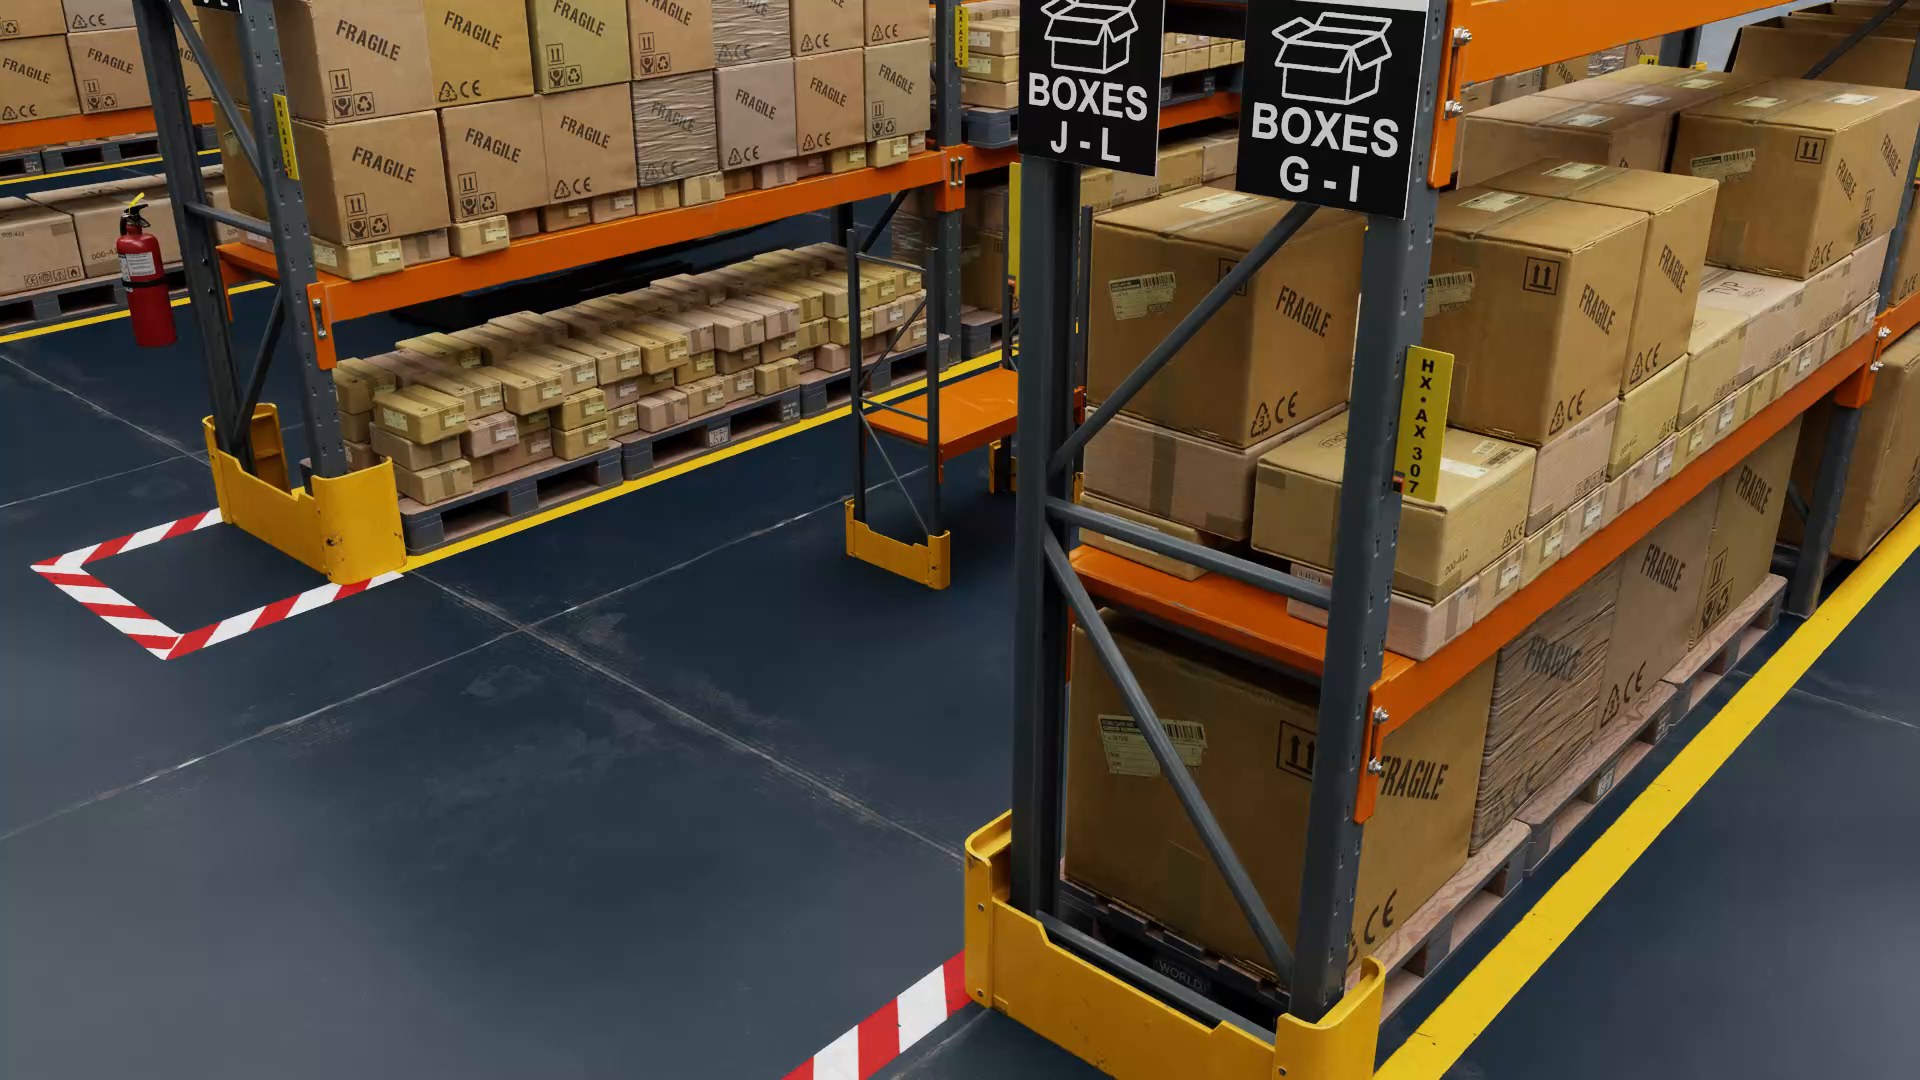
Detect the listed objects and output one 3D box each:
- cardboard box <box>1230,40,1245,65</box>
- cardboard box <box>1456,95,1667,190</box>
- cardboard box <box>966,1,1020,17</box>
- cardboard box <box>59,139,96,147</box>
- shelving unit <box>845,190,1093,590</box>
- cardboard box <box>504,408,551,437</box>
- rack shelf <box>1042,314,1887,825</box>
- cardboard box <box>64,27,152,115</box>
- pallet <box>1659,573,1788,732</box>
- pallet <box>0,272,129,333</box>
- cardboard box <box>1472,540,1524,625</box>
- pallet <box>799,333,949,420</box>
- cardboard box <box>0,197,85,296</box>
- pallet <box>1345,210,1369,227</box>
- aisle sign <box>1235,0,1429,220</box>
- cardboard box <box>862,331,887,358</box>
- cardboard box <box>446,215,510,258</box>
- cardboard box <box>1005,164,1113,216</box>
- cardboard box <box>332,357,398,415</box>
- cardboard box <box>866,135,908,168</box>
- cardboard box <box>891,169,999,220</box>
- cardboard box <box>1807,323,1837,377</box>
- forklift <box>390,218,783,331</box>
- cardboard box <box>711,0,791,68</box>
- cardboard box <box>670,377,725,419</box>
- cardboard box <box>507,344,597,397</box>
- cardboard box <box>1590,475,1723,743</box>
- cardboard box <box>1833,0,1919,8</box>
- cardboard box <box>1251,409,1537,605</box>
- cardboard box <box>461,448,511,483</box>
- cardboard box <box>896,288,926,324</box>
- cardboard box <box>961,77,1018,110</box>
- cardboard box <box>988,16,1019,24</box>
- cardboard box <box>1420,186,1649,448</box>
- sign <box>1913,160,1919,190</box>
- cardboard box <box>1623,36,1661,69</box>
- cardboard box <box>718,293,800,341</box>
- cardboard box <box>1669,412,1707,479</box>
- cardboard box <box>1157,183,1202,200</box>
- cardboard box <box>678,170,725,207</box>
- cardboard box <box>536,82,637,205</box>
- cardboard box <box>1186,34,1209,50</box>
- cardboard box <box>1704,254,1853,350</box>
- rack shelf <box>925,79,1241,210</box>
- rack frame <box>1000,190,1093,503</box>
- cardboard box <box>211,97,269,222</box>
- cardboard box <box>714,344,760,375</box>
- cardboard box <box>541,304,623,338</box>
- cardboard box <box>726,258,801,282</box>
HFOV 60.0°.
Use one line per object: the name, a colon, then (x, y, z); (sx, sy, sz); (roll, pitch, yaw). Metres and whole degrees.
cardboard box: (1.772, -3.357, 11.364); (0.380, 0.149, 0.250); (20, 31, 37)
cardboard box: (2.035, -1.206, 5.677); (0.500, 0.500, 0.500); (19, 30, 36)
cardboard box: (0.247, -3.330, 10.577); (0.380, 0.149, 0.250); (20, 31, 37)
cardboard box: (-8.247, -3.826, 15.445); (0.396, 0.266, 0.258); (22, 32, 39)
shelving unit: (0.051, -0.708, 7.495); (0.587, 1.500, 1.083); (20, 31, 38)
cardboard box: (-2.210, -0.630, 8.096); (0.380, 0.149, 0.250); (21, 31, 38)
rack shelf: (1.888, -0.243, 5.505); (1.077, 0.370, 4.000); (20, 31, 38)
cardboard box: (-5.623, -3.093, 10.860); (0.500, 0.500, 0.500); (20, 31, 37)
pallet: (2.657, 0.302, 6.818); (1.003, 0.211, 1.213); (20, 31, 38)
pallet: (-6.351, -1.660, 11.195); (1.003, 0.211, 1.213); (20, 31, 38)
cardboard box: (1.206, 0.056, 4.265); (0.380, 0.149, 0.250); (20, 31, 37)
pallet: (-0.825, -1.079, 9.898); (1.003, 0.211, 1.213); (20, 31, 38)
cardboard box: (-6.460, -1.919, 10.981); (0.875, 0.438, 0.875); (19, 30, 36)
pallet: (2.849, -2.732, 13.584); (1.003, 0.211, 1.213); (20, 31, 38)
aisle sign: (0.729, -1.044, 3.235); (0.394, 0.787, 0.004); (20, 31, 38)
cardboard box: (-0.647, -1.188, 9.704); (0.380, 0.149, 0.250); (21, 32, 39)
cardboard box: (-2.254, -1.398, 7.508); (0.380, 0.149, 0.250); (19, 30, 36)
cardboard box: (0.640, -2.275, 10.782); (0.500, 0.250, 0.500); (21, 32, 39)
cardboard box: (-2.908, -0.740, 7.977); (0.380, 0.149, 0.250); (21, 31, 38)
cardboard box: (-0.510, -2.192, 9.279); (0.380, 0.149, 0.250); (19, 30, 36)
cardboard box: (-0.094, -2.255, 10.738); (0.500, 0.250, 0.500); (19, 30, 36)
cardboard box: (2.920, -0.727, 6.012); (0.380, 0.149, 0.250); (20, 31, 37)
forklift: (-2.546, -3.182, 11.264); (1.130, 2.935, 3.031); (18, 30, 34)
cardboard box: (-1.209, -2.675, 8.342); (0.500, 0.500, 0.500); (21, 32, 39)
cardboard box: (-1.462, -0.785, 8.805); (0.380, 0.149, 0.250); (20, 31, 38)
cardboard box: (-2.008, -0.833, 8.185); (0.380, 0.149, 0.250); (18, 30, 35)
cardboard box: (2.122, 0.051, 6.054); (0.875, 0.875, 0.875); (20, 31, 38)
cardboard box: (4.513, -2.280, 7.821); (0.797, 0.503, 0.637); (21, 32, 39)
cardboard box: (1.075, -0.102, 4.130); (0.500, 0.250, 0.500); (19, 30, 36)
cardboard box: (-2.371, -0.412, 7.974); (0.380, 0.149, 0.250); (20, 31, 37)
cardboard box: (-0.377, -1.409, 9.835); (0.380, 0.149, 0.250); (21, 32, 39)
cardboard box: (0.202, -2.637, 9.759); (0.380, 0.149, 0.250); (18, 30, 35)
cardboard box: (0.384, -2.995, 9.830); (0.380, 0.149, 0.250); (21, 32, 39)
cardboard box: (1.409, -0.596, 4.316); (0.500, 0.500, 0.500); (19, 31, 36)
sign: (3.637, -1.461, 6.186); (0.100, 0.325, 0.005); (20, 31, 38)
cardboard box: (6.617, -4.951, 17.209); (0.875, 0.875, 0.875); (20, 31, 37)
cardboard box: (-1.092, -1.216, 9.041); (0.380, 0.149, 0.250); (18, 30, 35)
cardboard box: (2.062, -0.334, 5.136); (0.380, 0.149, 0.250); (19, 30, 36)
cardboard box: (1.332, -2.241, 11.623); (0.500, 0.500, 0.500); (18, 30, 35)
cardboard box: (-1.409, -1.804, 8.414); (0.380, 0.149, 0.250); (21, 32, 39)
cardboard box: (-1.893, -1.905, 7.848); (0.500, 0.500, 0.500); (21, 31, 38)
cardboard box: (1.417, -3.329, 10.938); (0.380, 0.149, 0.250); (21, 32, 39)
cardboard box: (2.780, -0.883, 5.873); (0.500, 0.250, 0.500); (21, 32, 39)
rack shelf: (0.932, -2.847, 11.312); (1.077, 0.370, 4.000); (20, 31, 38)
rack frame: (0.396, -0.865, 7.847); (0.500, 1.500, 0.032); (20, 31, 38)
cardboard box: (-2.965, -1.735, 7.469); (0.500, 0.500, 0.500); (21, 32, 39)
cardboard box: (-1.303, -1.028, 8.985); (0.380, 0.149, 0.250); (18, 30, 35)
cardboard box: (-2.003, -1.123, 8.832); (0.380, 0.149, 0.250); (19, 30, 36)
cardboard box: (-1.147, -1.521, 9.721); (0.380, 0.149, 0.250); (20, 31, 37)
